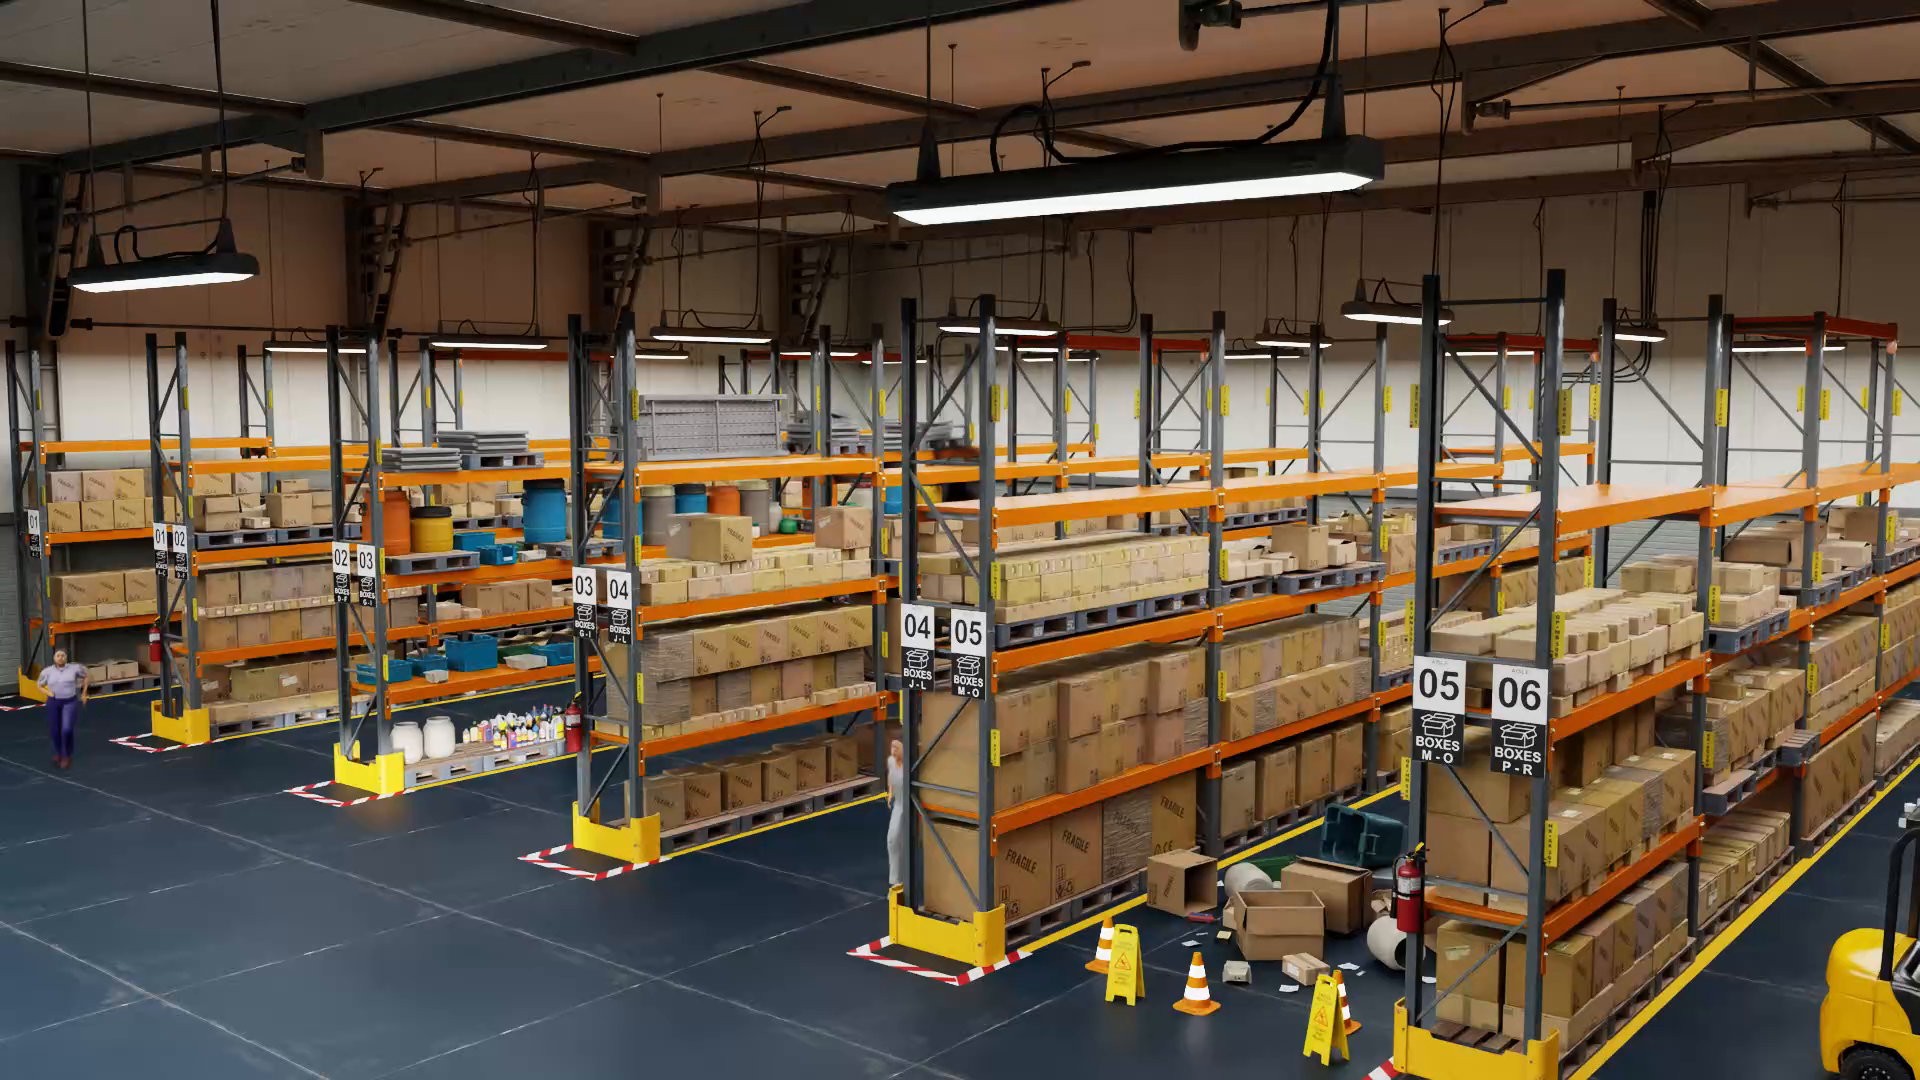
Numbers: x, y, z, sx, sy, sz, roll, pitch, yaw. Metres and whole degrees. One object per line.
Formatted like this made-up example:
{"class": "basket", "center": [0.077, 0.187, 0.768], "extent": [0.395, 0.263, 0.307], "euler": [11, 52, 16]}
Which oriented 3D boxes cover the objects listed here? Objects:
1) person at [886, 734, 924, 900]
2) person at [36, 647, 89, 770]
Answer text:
{"class": "person", "center": [-0.513, 2.805, 17.308], "extent": [0.565, 1.661, 1.051], "euler": [3, 6, 26]}
{"class": "person", "center": [-12.306, 2.299, 22.810], "extent": [0.593, 1.666, 0.780], "euler": [-1, 5, -16]}
